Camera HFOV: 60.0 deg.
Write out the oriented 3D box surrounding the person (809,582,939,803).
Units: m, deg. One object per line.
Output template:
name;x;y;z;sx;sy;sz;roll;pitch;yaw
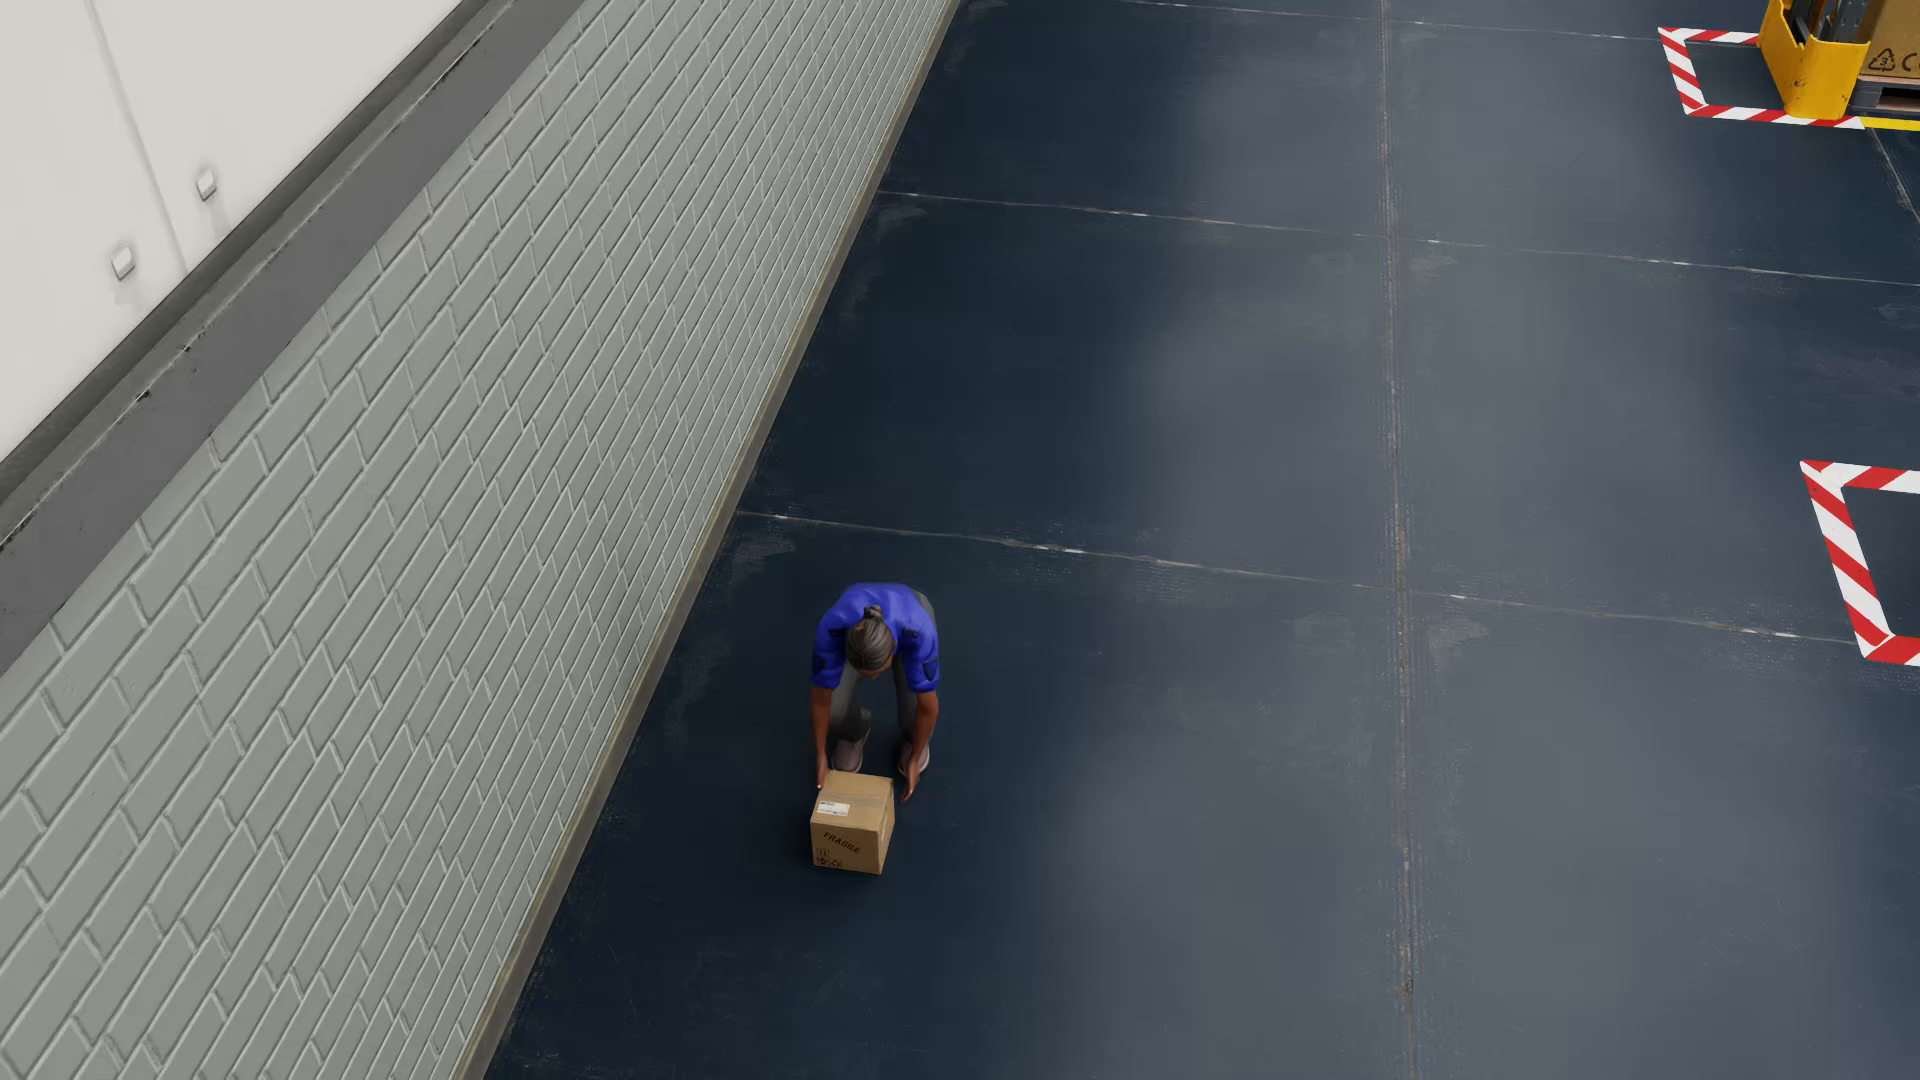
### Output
person;-0.284;0.485;6.089;0.485;1.025;0.767;7;41;8
